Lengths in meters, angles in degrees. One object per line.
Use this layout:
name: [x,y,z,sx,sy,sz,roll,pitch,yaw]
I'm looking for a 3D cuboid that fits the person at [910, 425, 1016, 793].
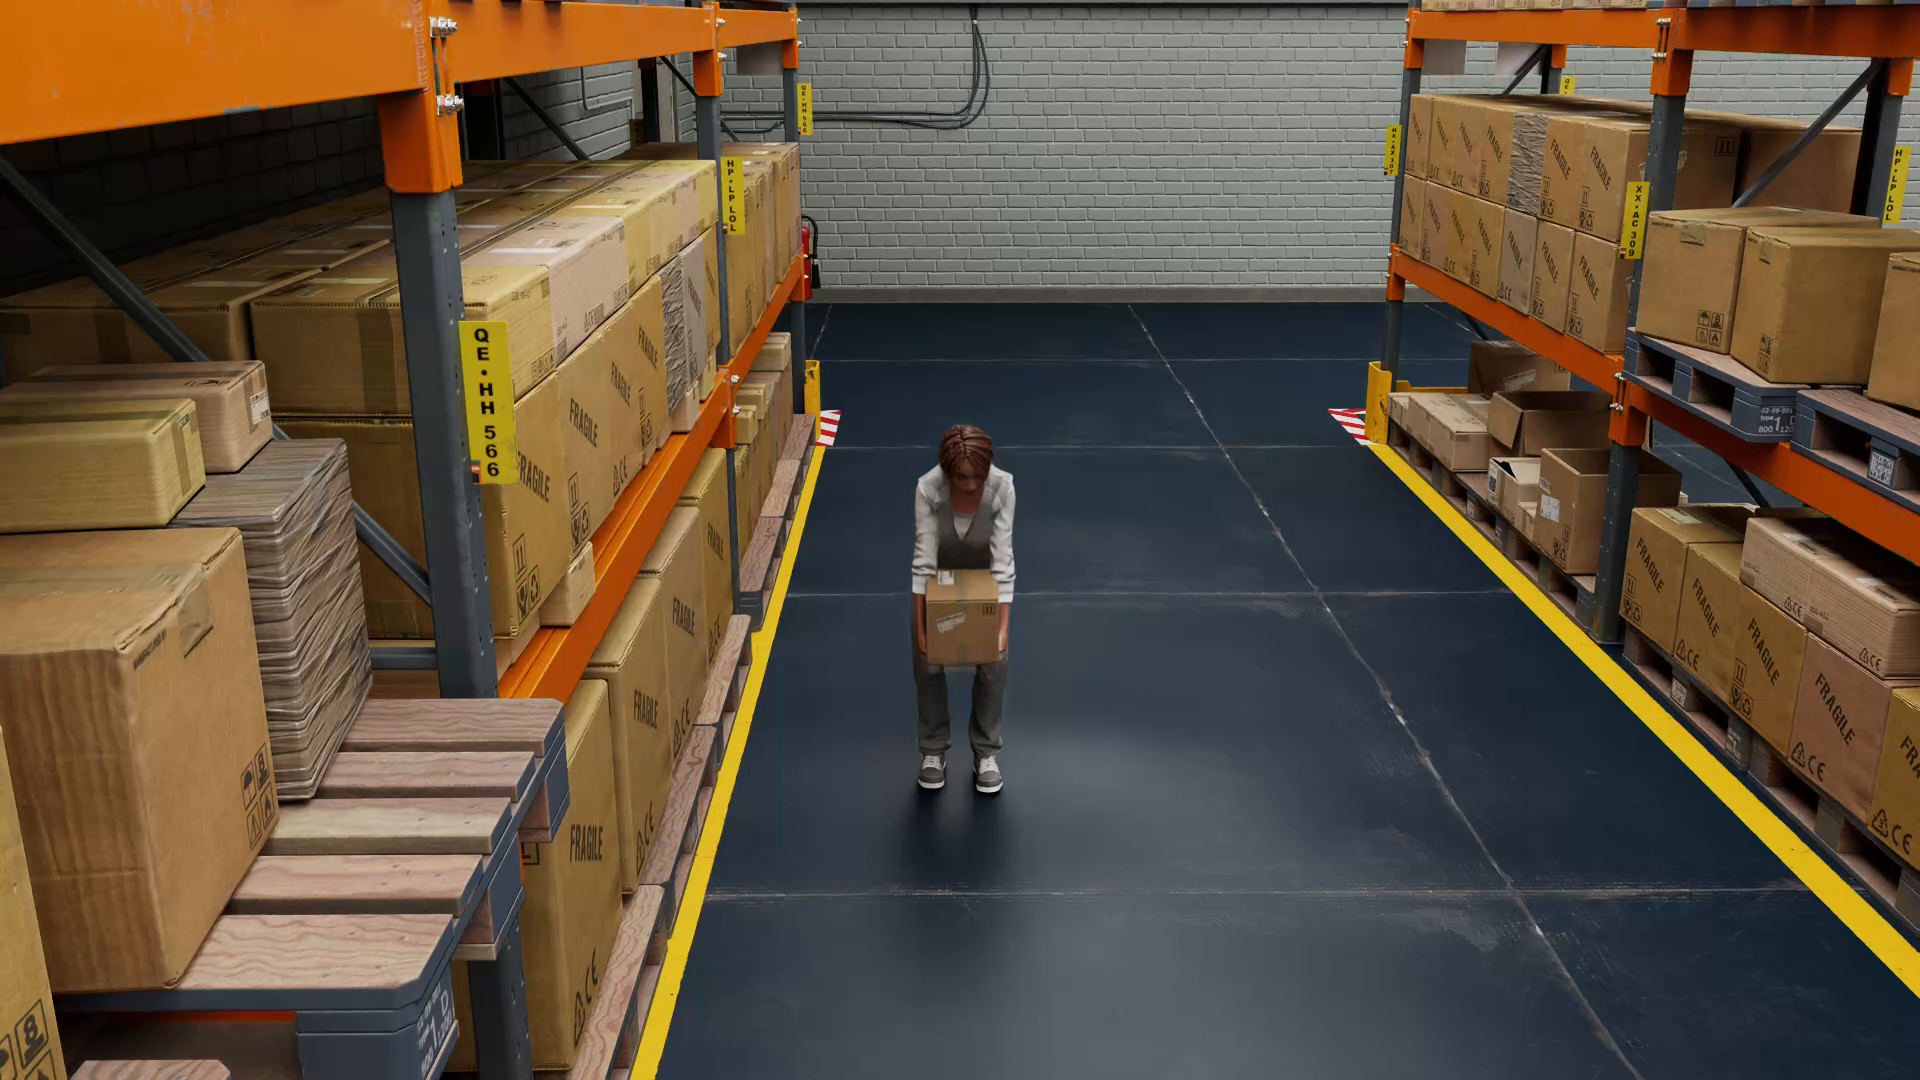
person: [0.006,0.245,6.021,0.379,1.459,0.645,0,17,-1]
